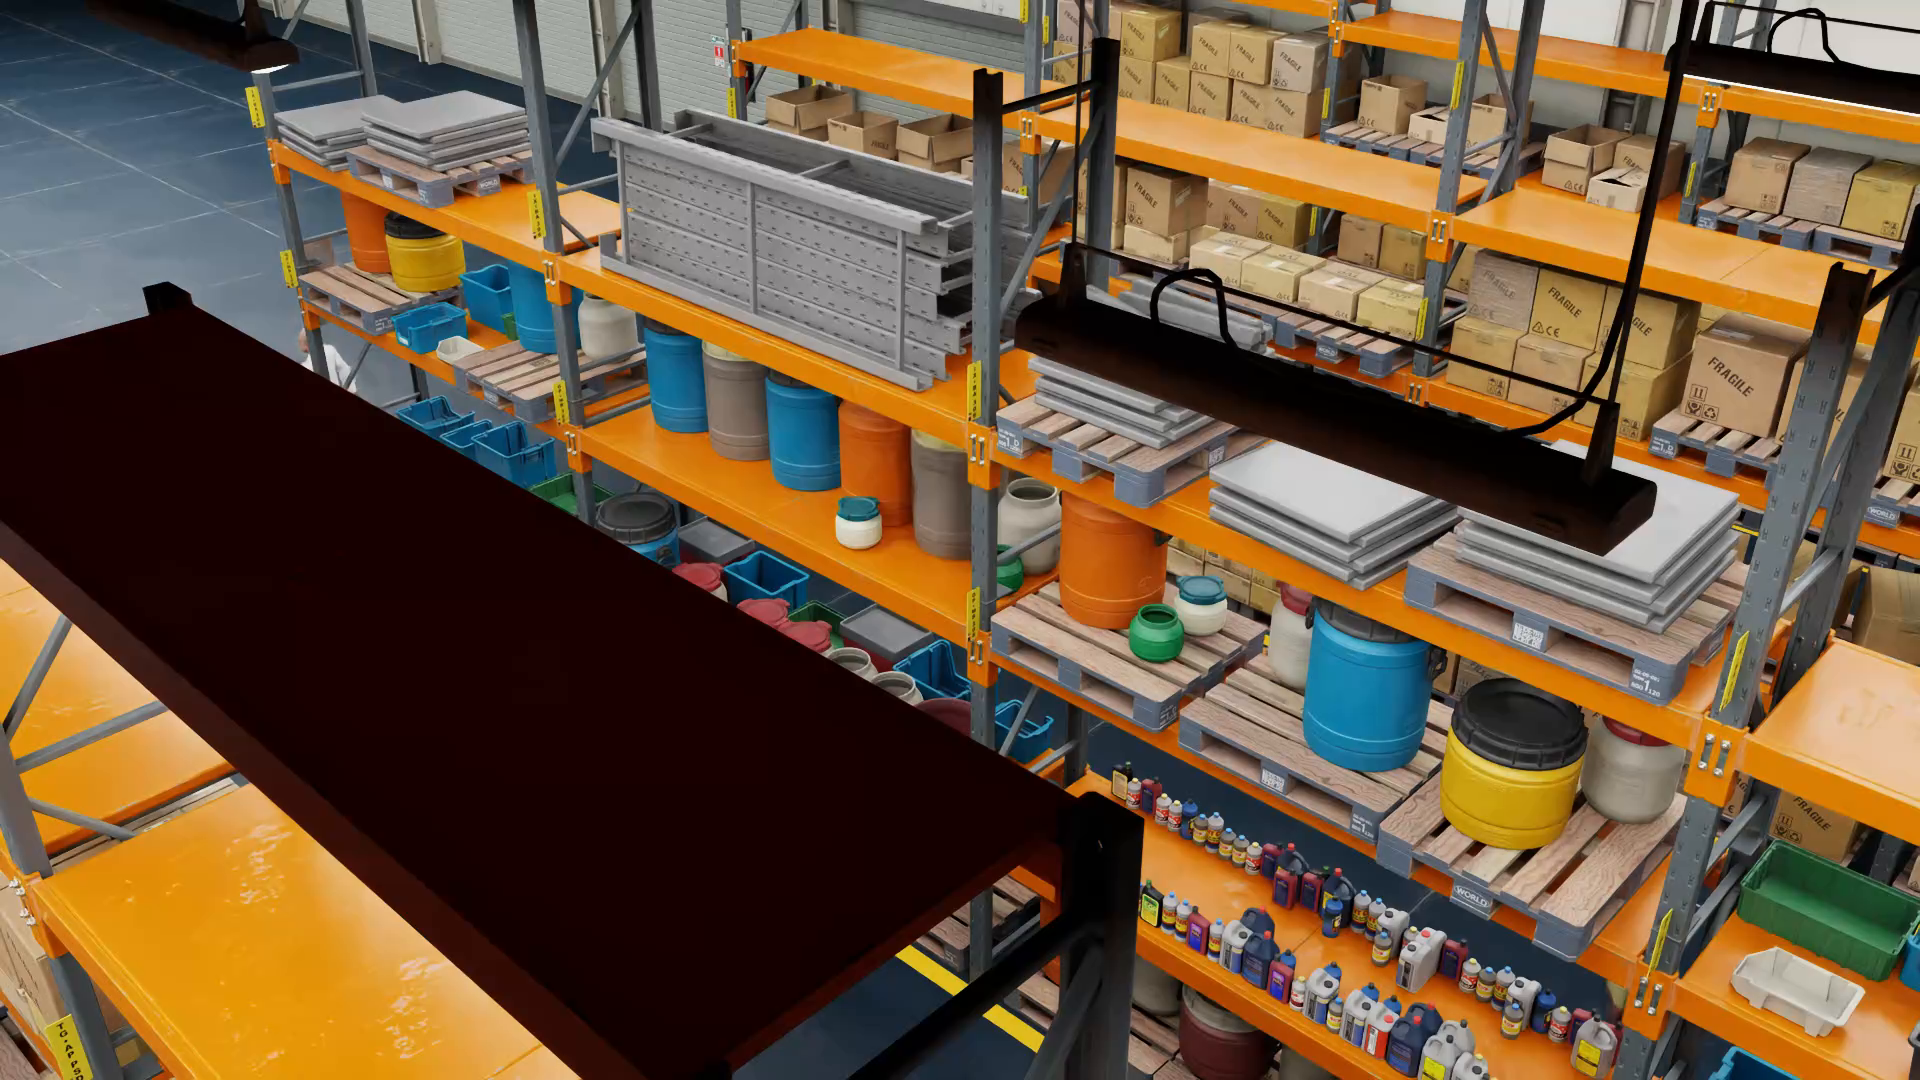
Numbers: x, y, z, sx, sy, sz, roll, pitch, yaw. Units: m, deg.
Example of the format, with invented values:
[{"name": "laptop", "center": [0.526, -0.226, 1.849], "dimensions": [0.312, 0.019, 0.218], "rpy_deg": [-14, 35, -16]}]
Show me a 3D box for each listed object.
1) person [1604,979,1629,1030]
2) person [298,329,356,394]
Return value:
[{"name": "person", "center": [3.892, 2.733, 9.737], "dimensions": [0.400, 1.732, 0.483], "rpy_deg": [1, 29, 2]}, {"name": "person", "center": [-6.396, -1.310, 16.772], "dimensions": [1.103, 1.757, 0.668], "rpy_deg": [-5, 30, -9]}]
